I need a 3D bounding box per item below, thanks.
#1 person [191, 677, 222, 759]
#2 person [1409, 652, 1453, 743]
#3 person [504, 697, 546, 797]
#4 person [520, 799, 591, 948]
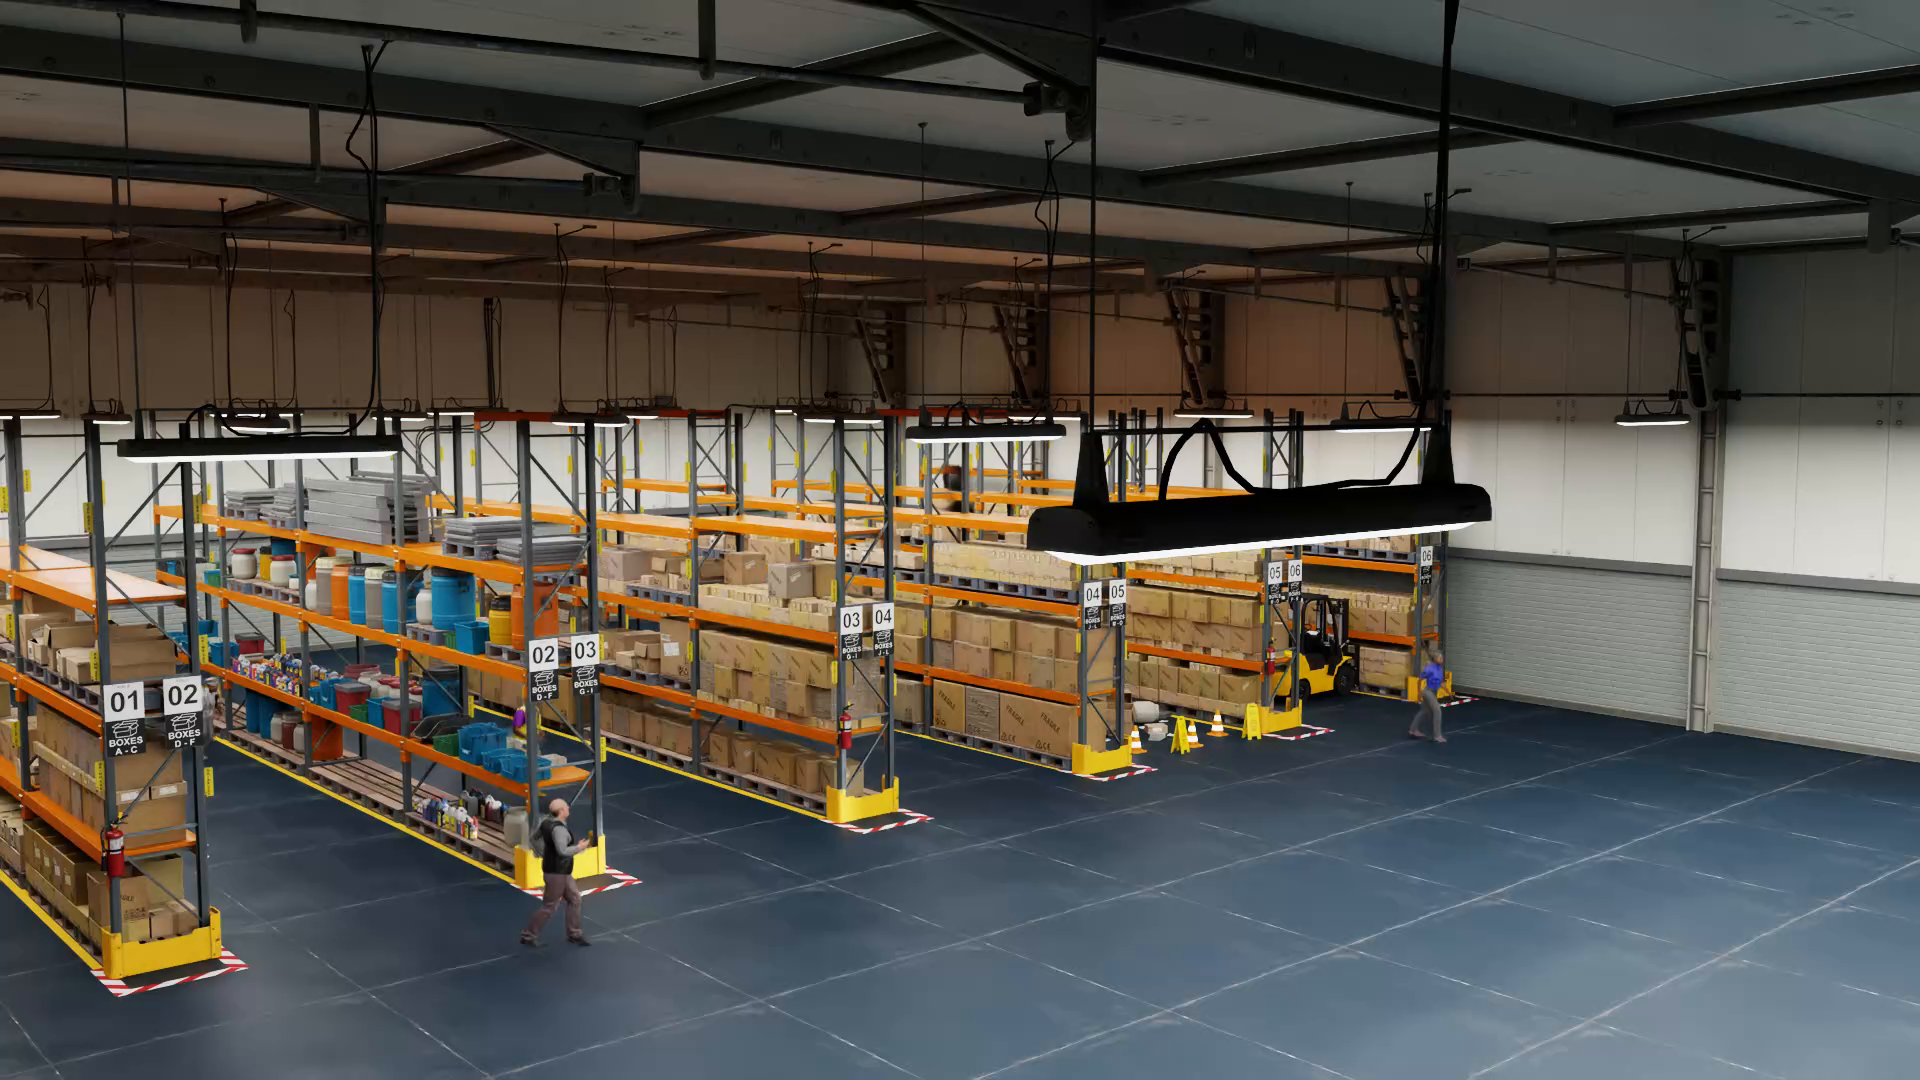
[{"bbox_3d":[-13.067,3.086,28.672,0.773,1.482,0.594,3,6,31],"label":"person"},{"bbox_3d":[8.604,2.832,30.400,0.811,1.609,0.496,4,7,40],"label":"person"},{"bbox_3d":[-6.895,3.185,26.143,0.796,1.716,0.700,2,5,18],"label":"person"},{"bbox_3d":[-4.588,3.826,18.839,0.802,1.784,0.619,-2,5,-19],"label":"person"}]
